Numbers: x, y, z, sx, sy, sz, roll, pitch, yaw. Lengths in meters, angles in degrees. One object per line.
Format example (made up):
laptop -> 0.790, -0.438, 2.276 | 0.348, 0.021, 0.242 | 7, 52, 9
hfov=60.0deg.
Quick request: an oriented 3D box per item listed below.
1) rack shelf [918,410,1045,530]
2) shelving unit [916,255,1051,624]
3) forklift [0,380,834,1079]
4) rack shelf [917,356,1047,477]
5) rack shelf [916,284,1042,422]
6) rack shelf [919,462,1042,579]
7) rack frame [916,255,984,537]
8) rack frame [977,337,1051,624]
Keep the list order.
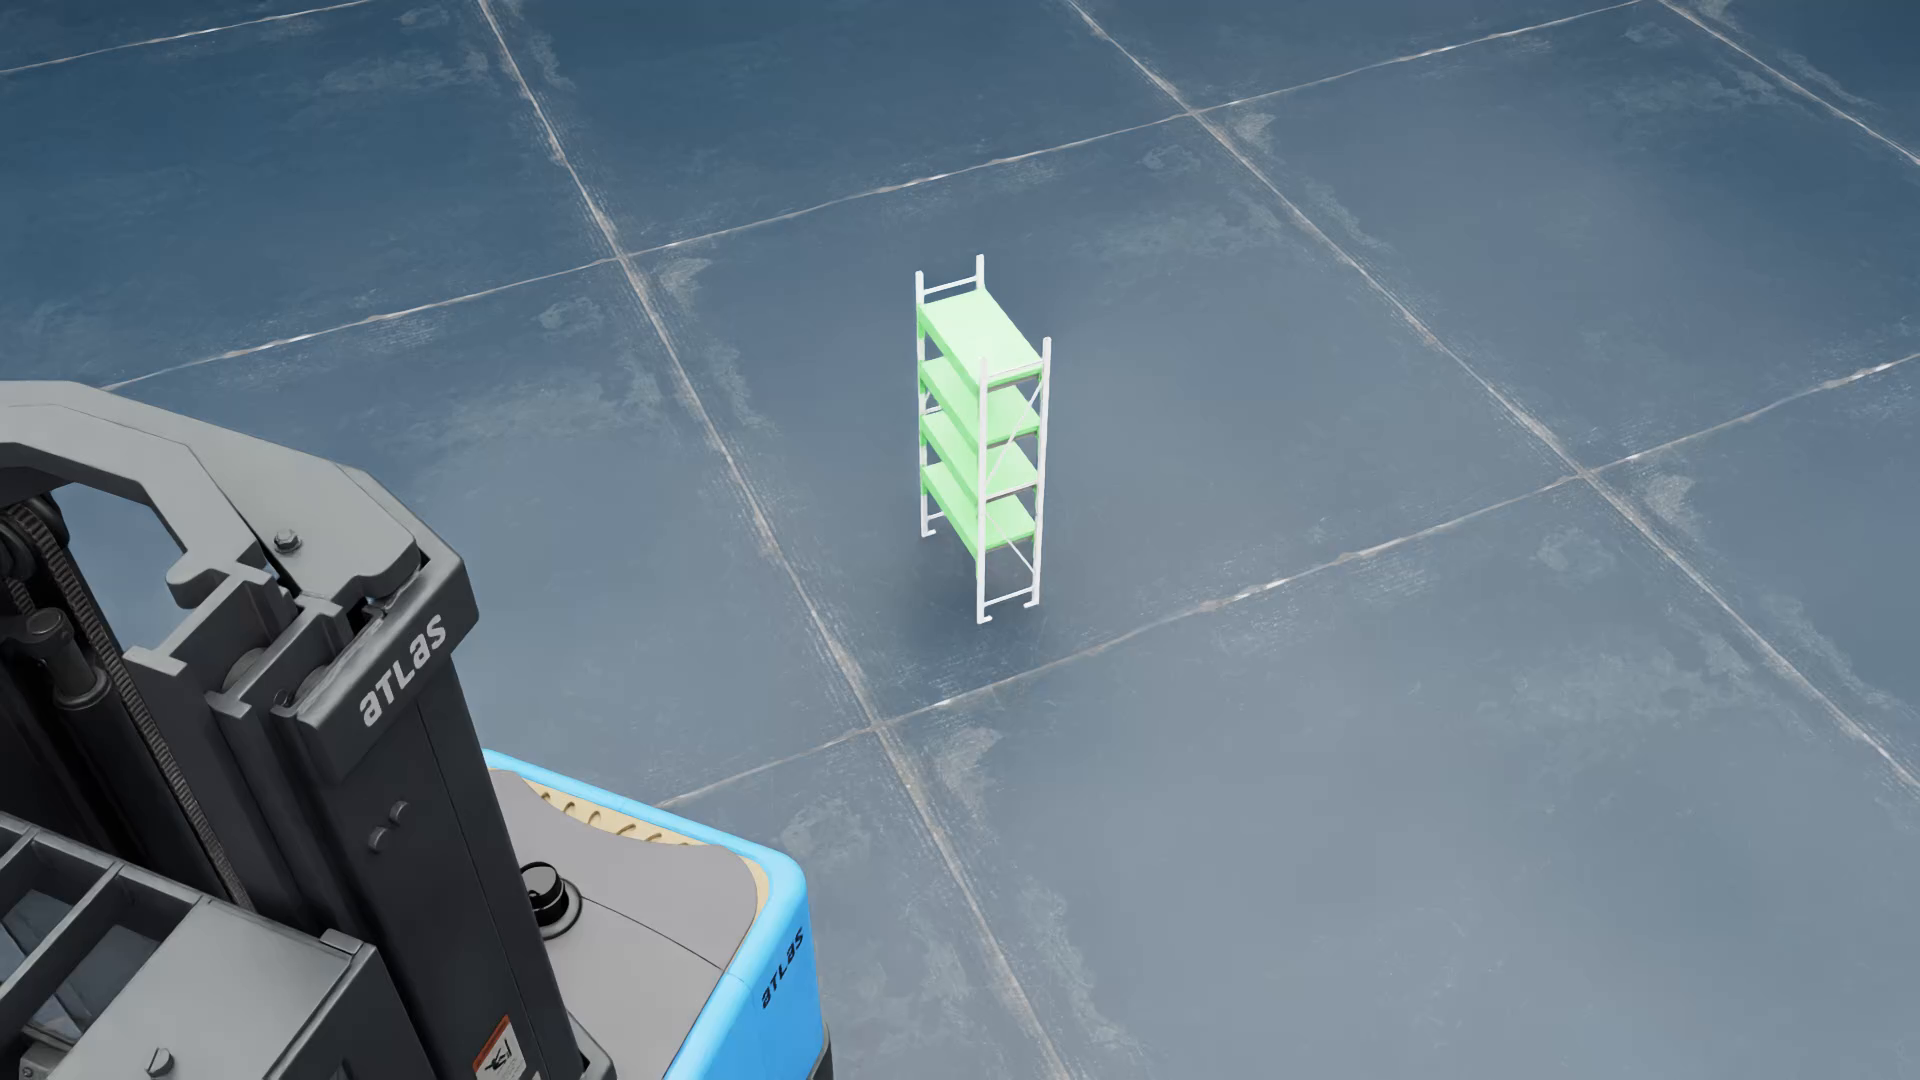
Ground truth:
rack shelf -> 0.070, -0.276, 5.767 | 0.258, 0.148, 0.480 | -18, 47, -17
shelving unit -> 0.070, -0.322, 5.722 | 0.258, 1.200, 0.503 | -18, 47, -17
forklift -> -1.378, 1.316, 2.830 | 1.130, 2.935, 3.031 | 16, 47, 16
rack shelf -> 0.070, -0.447, 5.598 | 0.258, 0.148, 0.480 | -18, 47, -17
rack shelf -> 0.070, -0.618, 5.429 | 0.258, 0.148, 0.480 | -18, 47, -17
rack shelf -> 0.070, -0.105, 5.935 | 0.258, 0.148, 0.480 | -18, 47, -17
rack frame -> -0.033, -0.477, 5.879 | 0.240, 1.200, 0.015 | -18, 47, -17
rack frame -> 0.172, -0.166, 5.564 | 0.240, 1.200, 0.015 | -18, 47, -17
